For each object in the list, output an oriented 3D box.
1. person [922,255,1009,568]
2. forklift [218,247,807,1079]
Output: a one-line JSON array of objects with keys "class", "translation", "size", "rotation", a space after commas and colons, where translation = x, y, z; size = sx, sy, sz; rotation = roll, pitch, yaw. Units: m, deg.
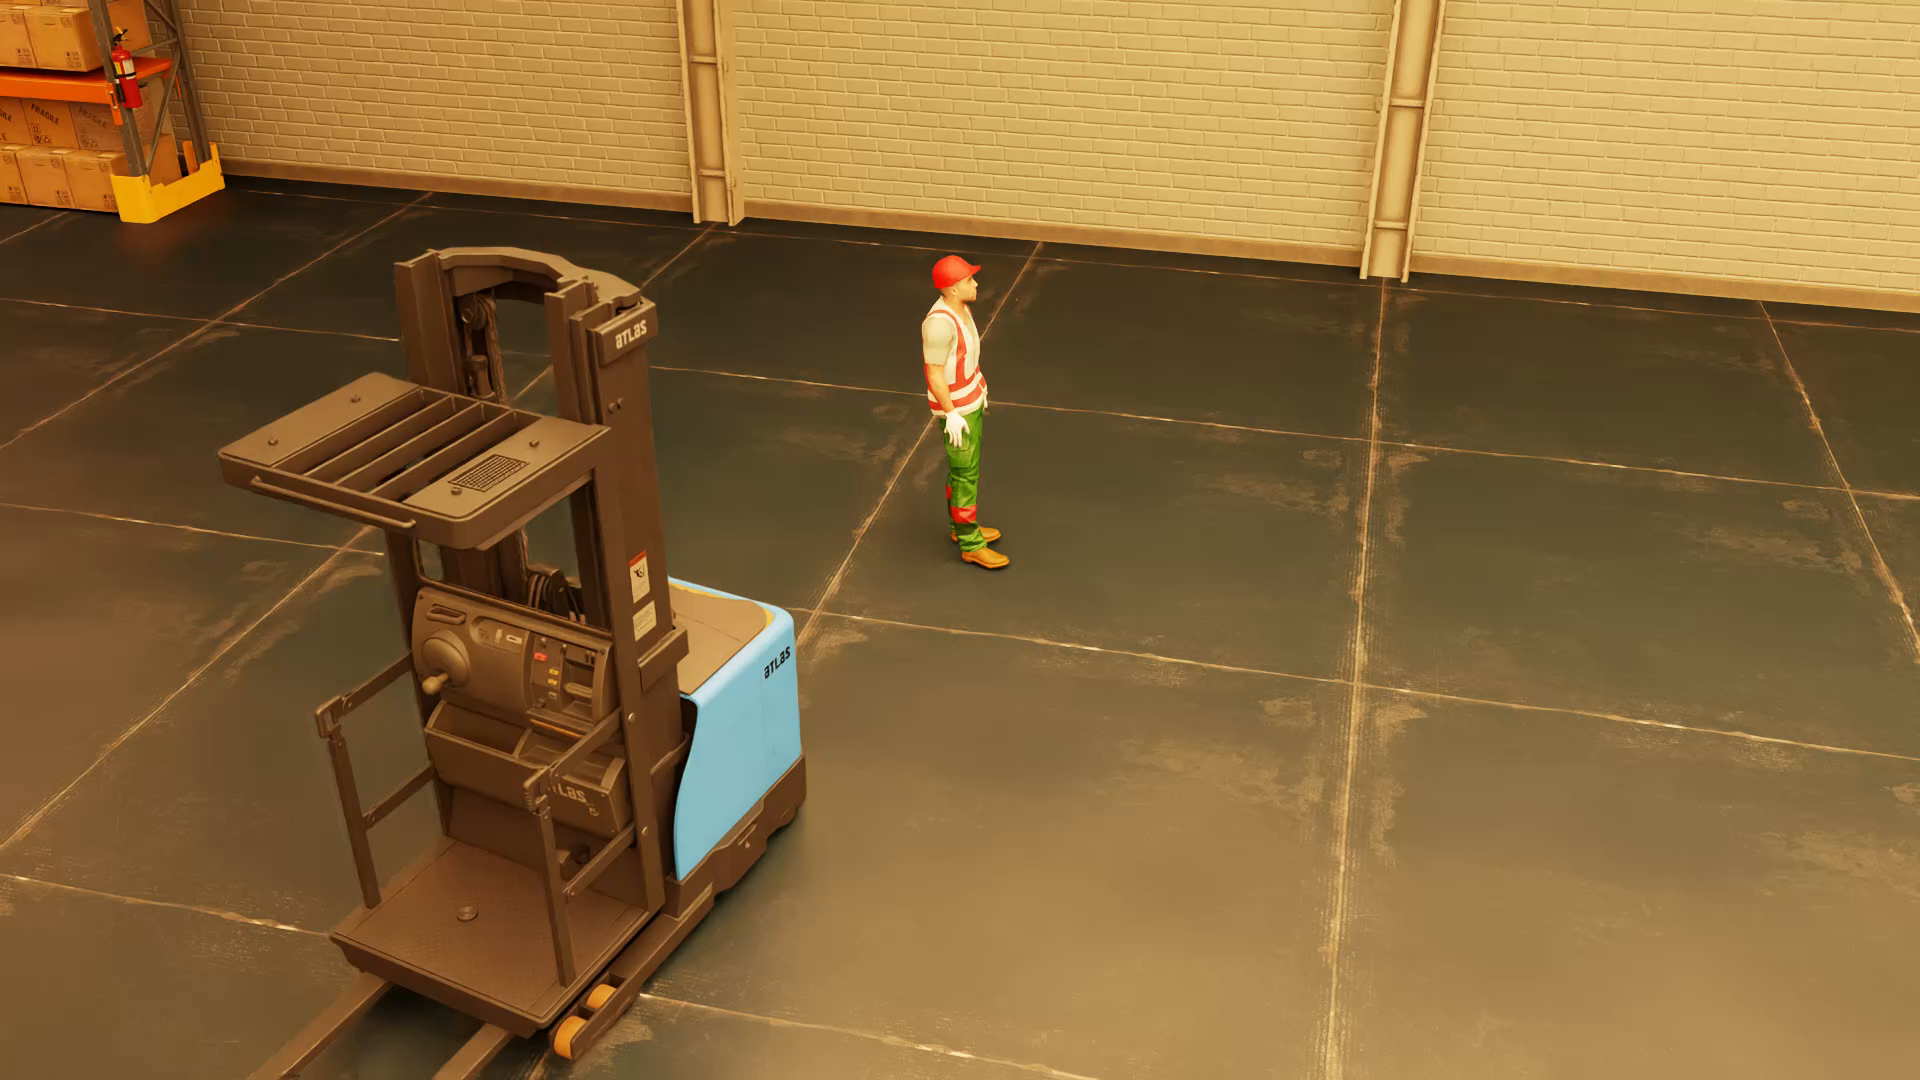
[{"class": "person", "translation": [0.075, -0.770, 9.672], "size": [0.564, 1.787, 0.637], "rotation": [7, 30, 12]}, {"class": "forklift", "translation": [-1.834, 0.517, 6.257], "size": [1.130, 2.935, 3.031], "rotation": [14, 32, 23]}]
